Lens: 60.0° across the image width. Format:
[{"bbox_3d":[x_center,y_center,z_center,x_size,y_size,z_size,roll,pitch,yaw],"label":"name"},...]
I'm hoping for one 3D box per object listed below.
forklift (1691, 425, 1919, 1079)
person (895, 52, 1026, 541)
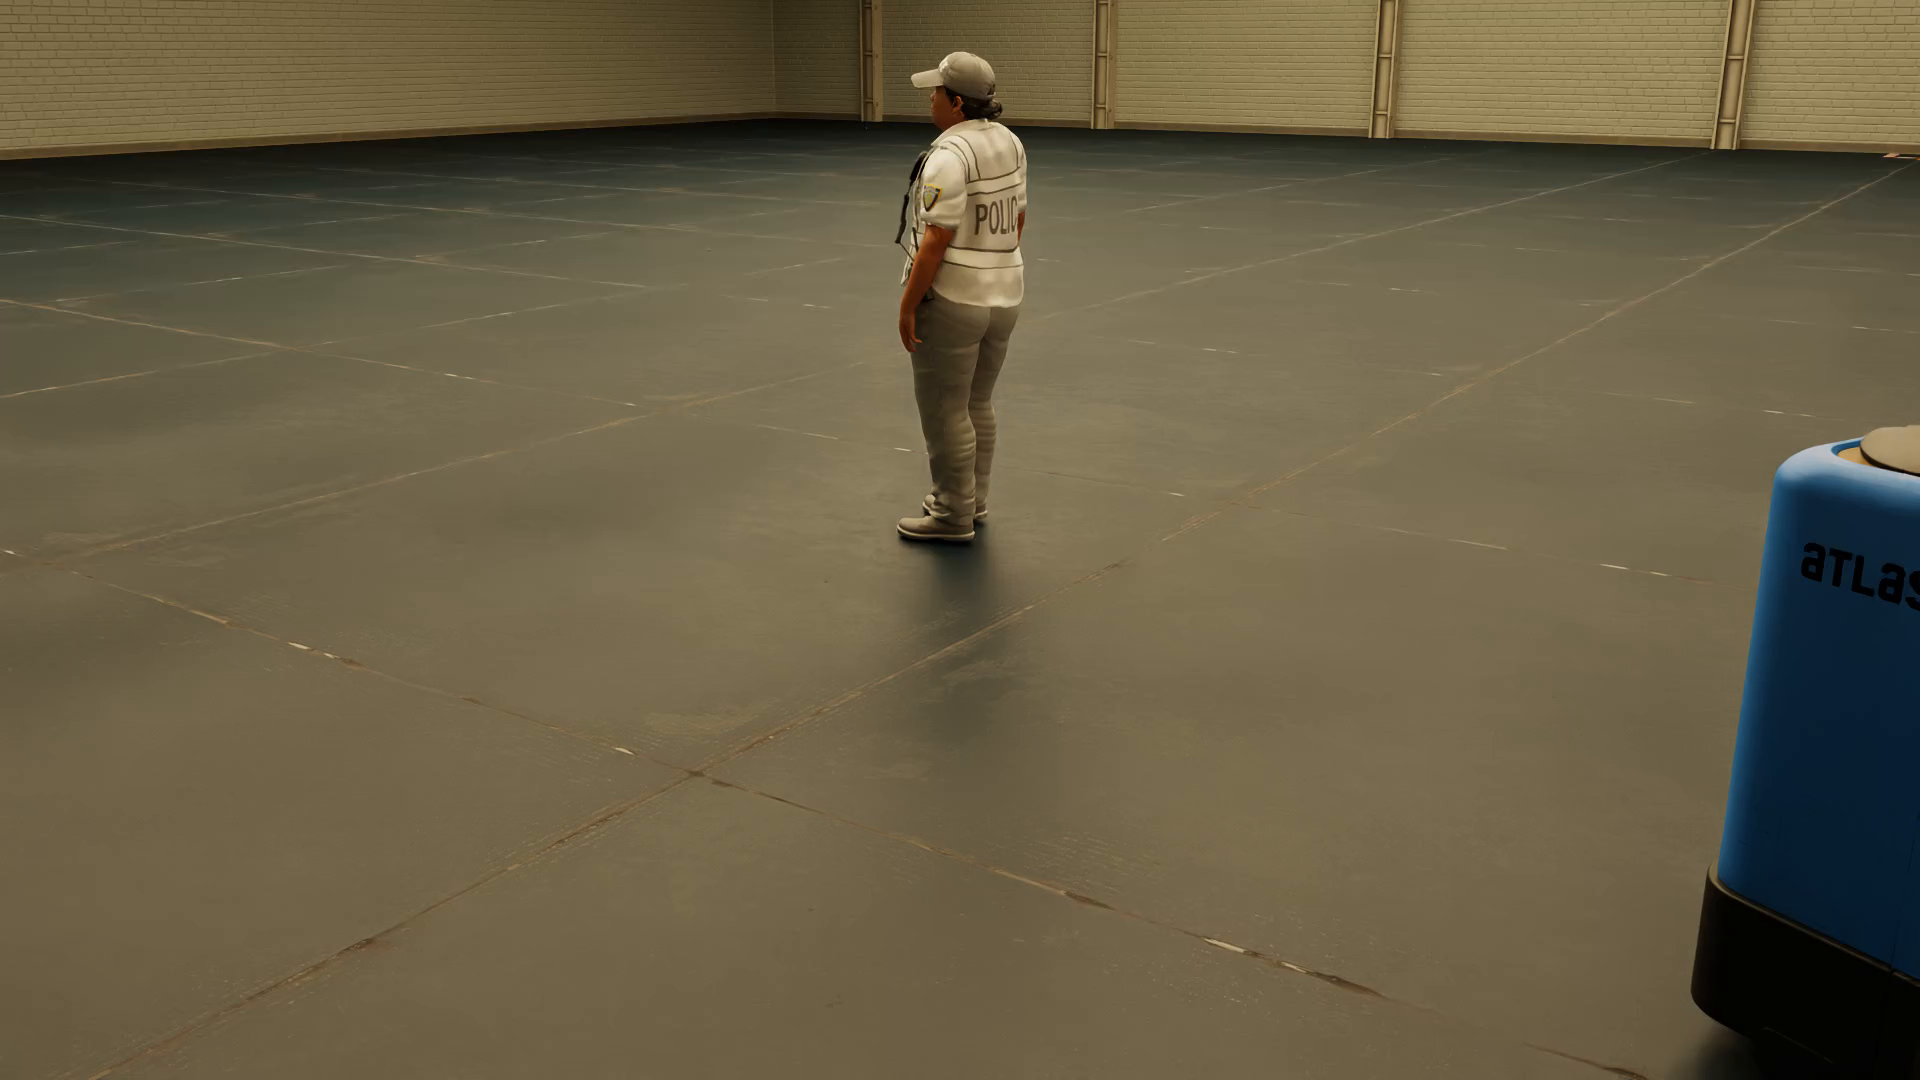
[{"bbox_3d":[2.488,-0.227,1.591,1.130,2.935,3.031,-10,19,-29],"label":"forklift"},{"bbox_3d":[-0.050,-0.824,5.767,0.529,1.670,0.598,11,20,33],"label":"person"}]
